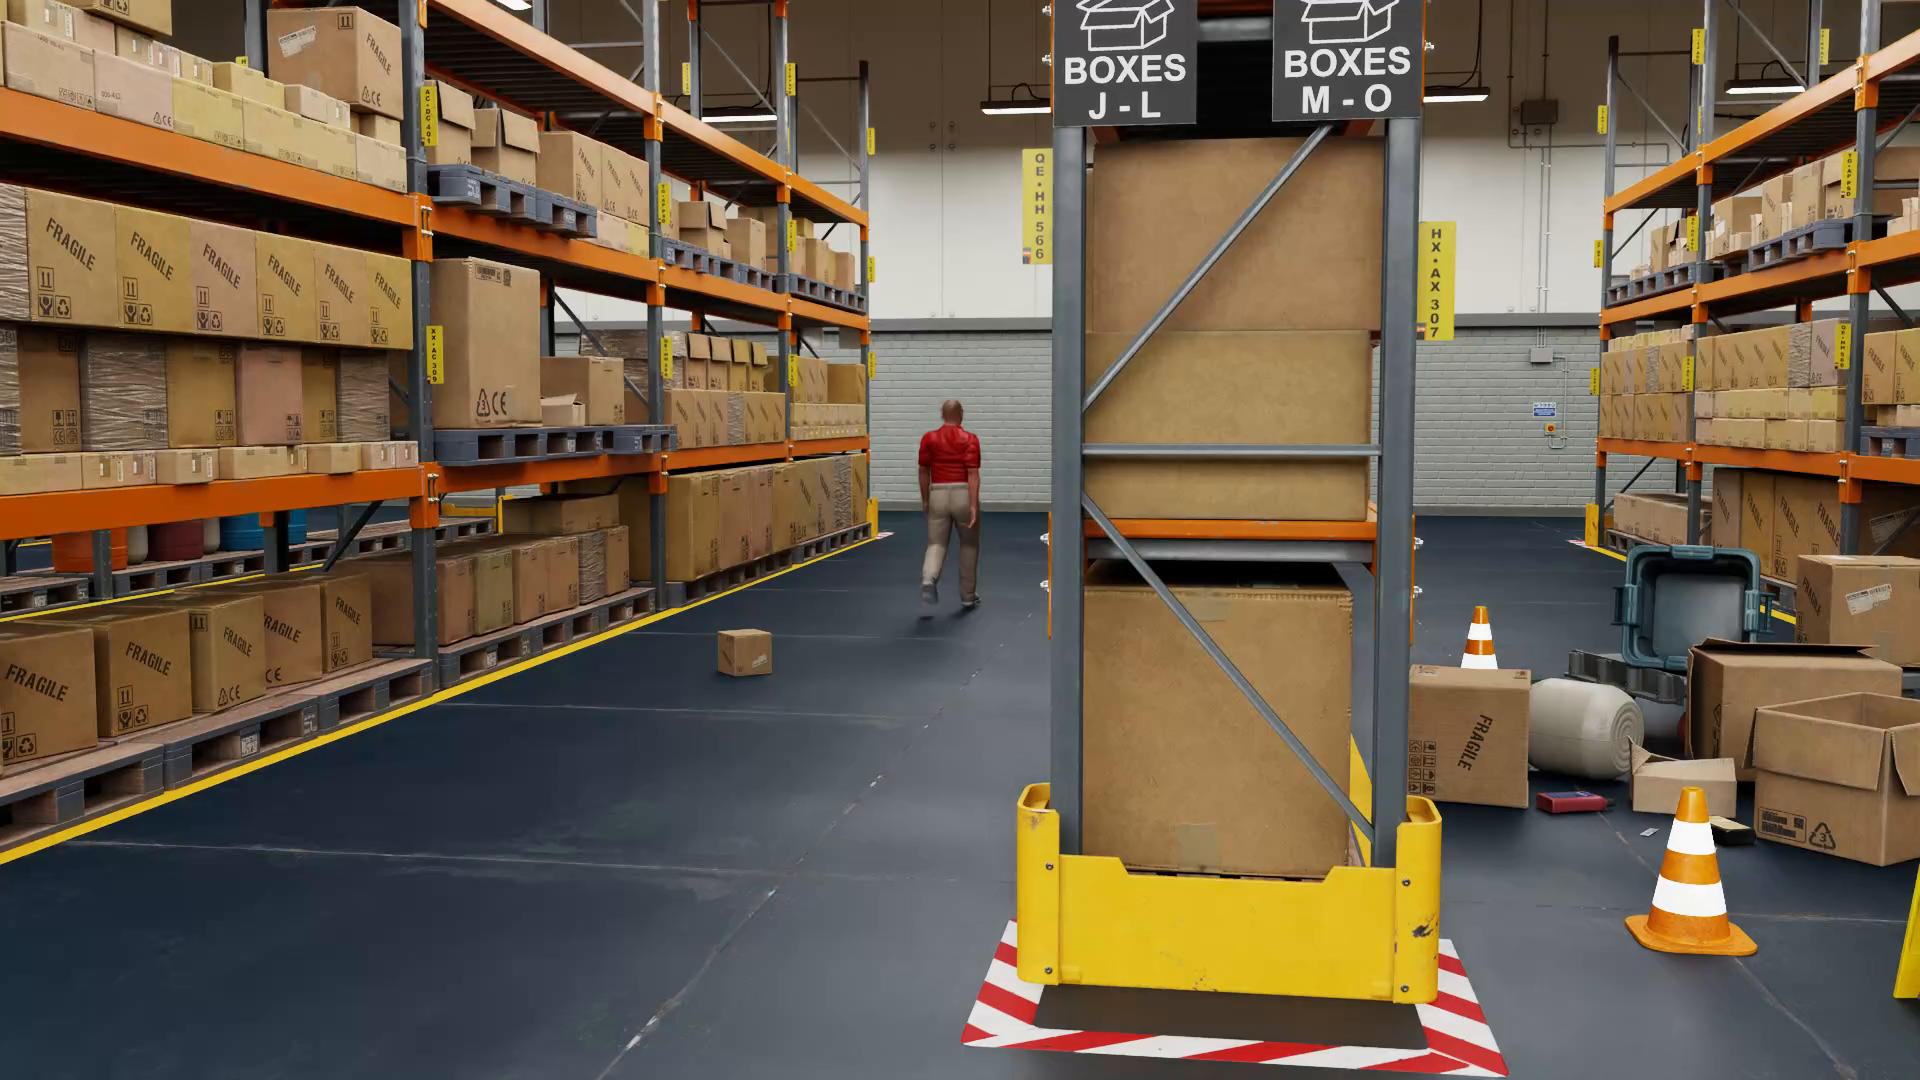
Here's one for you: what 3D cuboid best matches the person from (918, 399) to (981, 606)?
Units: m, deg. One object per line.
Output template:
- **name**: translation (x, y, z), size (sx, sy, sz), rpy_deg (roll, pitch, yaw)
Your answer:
- **person**: translation (-0.081, -0.293, 13.447), size (0.534, 1.686, 0.914), rpy_deg (1, 5, 13)
